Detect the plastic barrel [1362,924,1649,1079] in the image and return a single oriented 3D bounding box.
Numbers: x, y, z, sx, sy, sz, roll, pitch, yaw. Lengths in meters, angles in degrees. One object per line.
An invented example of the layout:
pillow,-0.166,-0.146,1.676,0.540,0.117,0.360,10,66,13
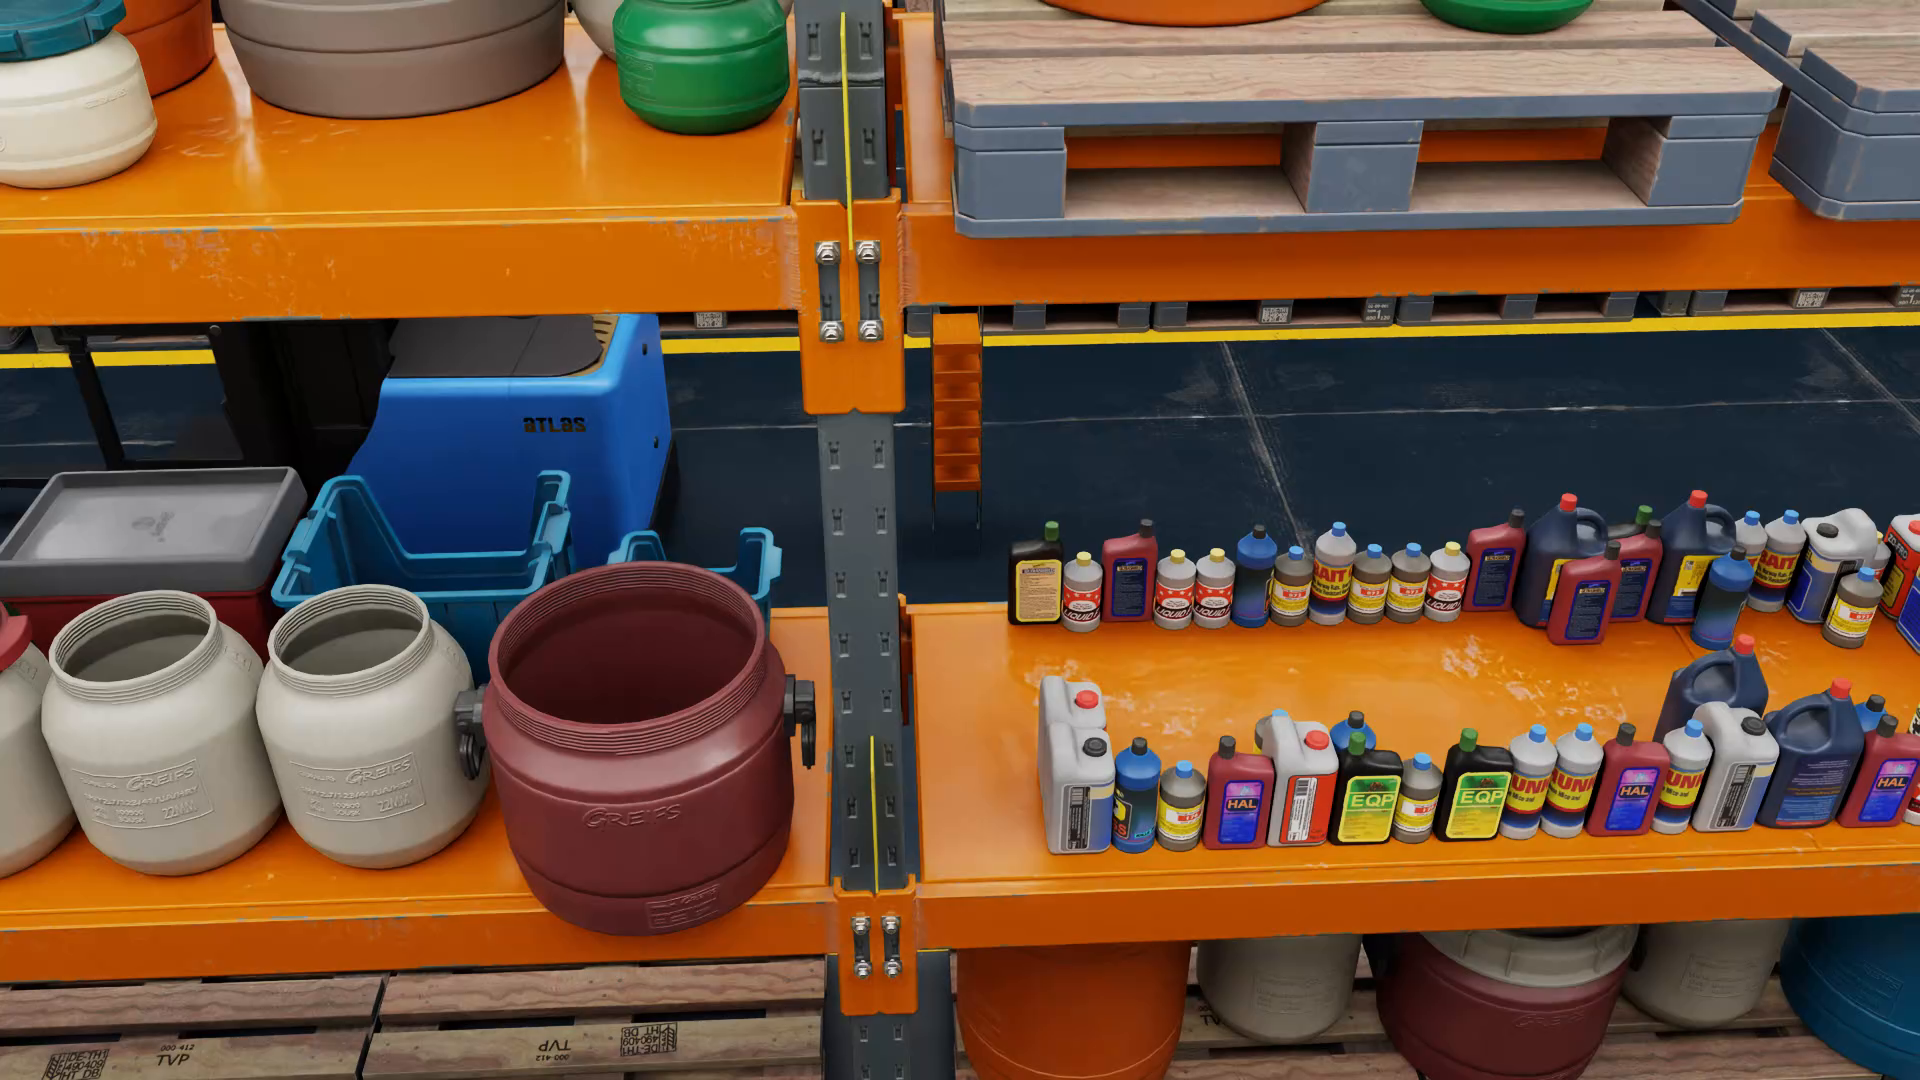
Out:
plastic barrel,1.418,1.051,4.345,0.708,0.588,0.600,-2,35,-2

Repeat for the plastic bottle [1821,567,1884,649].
plastic bottle,2.186,0.157,4.061,0.097,0.201,0.097,0,35,0

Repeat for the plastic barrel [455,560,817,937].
plastic barrel,-0.647,0.415,3.395,0.708,0.536,0.600,-2,35,-2

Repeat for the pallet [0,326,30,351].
pallet,-5.220,-1.278,8.411,1.213,0.211,1.003,-2,35,-2

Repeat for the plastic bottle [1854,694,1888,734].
plastic bottle,1.934,0.446,3.582,0.097,0.271,0.097,0,35,0

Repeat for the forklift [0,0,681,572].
forklift,-2.679,-1.127,5.803,3.031,2.935,1.130,0,35,-1

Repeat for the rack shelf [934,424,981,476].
rack shelf,-0.014,-0.358,6.502,0.180,0.103,0.258,-2,35,-2

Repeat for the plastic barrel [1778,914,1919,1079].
plastic barrel,2.546,0.892,4.300,0.708,0.901,0.600,-2,35,-2

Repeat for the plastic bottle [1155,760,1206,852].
plastic bottle,0.464,0.549,3.495,0.097,0.201,0.097,0,35,0

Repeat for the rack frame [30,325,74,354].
rack frame,-4.424,-2.422,7.614,0.127,3.000,1.000,-2,35,-2

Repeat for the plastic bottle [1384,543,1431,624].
plastic bottle,1.116,0.099,4.145,0.097,0.201,0.097,0,35,0

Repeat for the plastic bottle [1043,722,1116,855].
plastic bottle,0.250,0.509,3.488,0.135,0.276,0.152,-2,35,-2

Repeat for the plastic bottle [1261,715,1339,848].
plastic bottle,0.712,0.497,3.506,0.135,0.276,0.152,-2,35,-2

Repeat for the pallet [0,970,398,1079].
pallet,-2.189,1.462,4.451,1.213,0.211,1.003,-2,35,-2

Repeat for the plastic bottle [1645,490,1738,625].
plastic bottle,1.807,0.033,4.110,0.185,0.351,0.144,-2,35,-2

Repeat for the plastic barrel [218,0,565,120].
plastic barrel,-1.028,-1.255,2.851,0.600,0.901,0.600,0,35,0

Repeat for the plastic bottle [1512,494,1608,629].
plastic bottle,1.489,0.041,4.098,0.185,0.351,0.144,-2,35,-2

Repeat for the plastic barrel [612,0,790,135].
plastic barrel,-0.442,-0.848,2.840,0.294,0.245,0.294,0,35,0

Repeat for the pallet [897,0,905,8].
pallet,0.125,-4.177,12.601,1.213,0.211,1.003,-2,35,-2

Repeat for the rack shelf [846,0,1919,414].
rack shelf,1.800,-0.706,3.130,4.000,0.370,1.077,-2,35,-2

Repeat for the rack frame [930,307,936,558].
rack frame,-0.106,-0.491,6.404,0.006,1.200,0.240,-2,35,-2

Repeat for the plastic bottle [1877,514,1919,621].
plastic bottle,2.393,0.050,4.151,0.135,0.276,0.152,-2,35,-2

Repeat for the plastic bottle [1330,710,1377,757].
plastic bottle,0.826,0.476,3.539,0.097,0.271,0.097,0,35,0

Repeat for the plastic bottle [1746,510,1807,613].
plastic bottle,2.044,0.046,4.161,0.097,0.271,0.097,0,35,0

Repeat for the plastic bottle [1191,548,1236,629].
plastic bottle,0.630,0.113,4.126,0.097,0.201,0.097,0,35,0

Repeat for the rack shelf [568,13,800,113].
rack shelf,-2.426,-2.180,7.897,4.000,0.370,1.077,-2,35,-2

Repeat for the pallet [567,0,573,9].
pallet,-2.663,-4.148,12.558,1.213,0.211,1.003,-2,35,-2

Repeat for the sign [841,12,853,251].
sign,-0.164,-0.592,2.426,0.005,0.325,0.100,-2,35,-2

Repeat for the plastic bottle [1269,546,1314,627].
plastic bottle,0.825,0.107,4.134,0.097,0.201,0.097,0,35,0

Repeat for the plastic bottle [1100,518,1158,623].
plastic bottle,0.417,0.074,4.109,0.133,0.283,0.061,-2,35,-2

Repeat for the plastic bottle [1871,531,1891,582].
plastic bottle,2.276,0.068,4.190,0.097,0.201,0.097,0,35,0

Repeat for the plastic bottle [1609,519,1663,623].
plastic bottle,1.649,0.076,4.107,0.133,0.283,0.061,-2,35,-2

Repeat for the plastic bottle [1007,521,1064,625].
plastic bottle,0.186,0.080,4.100,0.133,0.283,0.061,-2,35,-2

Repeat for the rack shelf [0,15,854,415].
rack shelf,-2.195,-0.598,2.974,4.000,0.370,1.077,-2,35,-2

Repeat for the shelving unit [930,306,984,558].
shelving unit,-0.014,-0.493,6.408,0.189,1.200,0.258,-2,35,-2

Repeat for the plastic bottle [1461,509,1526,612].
plastic bottle,1.328,0.050,4.145,0.133,0.283,0.061,-2,35,-2

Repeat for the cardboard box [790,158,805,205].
cardboard box,-0.940,-1.648,8.050,0.500,0.311,0.500,-1,35,-1

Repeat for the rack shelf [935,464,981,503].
rack shelf,-0.014,-0.259,6.570,0.180,0.103,0.258,-2,35,-2

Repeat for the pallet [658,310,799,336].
pallet,-1.252,-1.383,8.563,1.213,0.211,1.003,-2,35,-2

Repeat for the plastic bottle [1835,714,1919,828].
plastic bottle,1.956,0.486,3.514,0.133,0.283,0.061,-2,35,-2

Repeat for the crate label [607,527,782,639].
crate label,-0.636,0.153,4.040,0.416,0.233,0.303,-2,35,-2

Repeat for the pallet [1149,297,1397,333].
pallet,1.535,-1.413,8.606,1.213,0.211,1.003,-2,35,-2

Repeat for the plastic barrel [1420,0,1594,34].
plastic barrel,0.872,-0.954,2.625,0.294,0.245,0.294,0,35,0

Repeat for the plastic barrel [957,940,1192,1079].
plastic barrel,0.290,0.983,4.232,0.708,0.830,0.600,-2,35,-2

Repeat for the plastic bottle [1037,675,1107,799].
plastic bottle,0.243,0.423,3.613,0.135,0.276,0.152,-2,35,-2

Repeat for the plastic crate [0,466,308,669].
plastic crate,-1.826,0.129,3.871,0.583,0.464,0.402,-2,35,-2

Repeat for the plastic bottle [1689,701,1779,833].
plastic bottle,1.635,0.472,3.542,0.135,0.276,0.152,-2,35,-2

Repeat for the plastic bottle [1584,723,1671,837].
plastic bottle,1.406,0.501,3.493,0.133,0.283,0.061,-2,35,-2

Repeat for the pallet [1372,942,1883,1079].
pallet,1.804,1.356,4.605,1.213,0.211,1.003,-2,35,-2

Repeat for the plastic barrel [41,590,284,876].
plastic barrel,-1.636,0.400,3.437,0.421,0.512,0.421,0,35,0

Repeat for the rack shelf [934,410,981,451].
rack shelf,-0.014,-0.456,6.433,0.180,0.103,0.258,-2,35,-2

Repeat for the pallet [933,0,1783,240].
pallet,0.571,-0.835,2.851,1.213,0.211,1.003,-2,35,-2

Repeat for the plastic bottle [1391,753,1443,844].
plastic bottle,0.963,0.536,3.514,0.097,0.201,0.097,0,35,0

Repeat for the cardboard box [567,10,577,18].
cardboard box,-1.699,-2.360,7.745,0.250,0.149,0.380,1,35,1

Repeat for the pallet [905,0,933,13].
pallet,0.245,-2.509,7.908,1.003,0.211,1.213,-2,35,-2

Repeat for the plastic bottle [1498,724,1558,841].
plastic bottle,1.193,0.501,3.503,0.097,0.271,0.097,0,35,0

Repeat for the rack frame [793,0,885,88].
rack frame,-0.198,-2.181,1.994,0.127,3.000,1.000,-2,35,-2
